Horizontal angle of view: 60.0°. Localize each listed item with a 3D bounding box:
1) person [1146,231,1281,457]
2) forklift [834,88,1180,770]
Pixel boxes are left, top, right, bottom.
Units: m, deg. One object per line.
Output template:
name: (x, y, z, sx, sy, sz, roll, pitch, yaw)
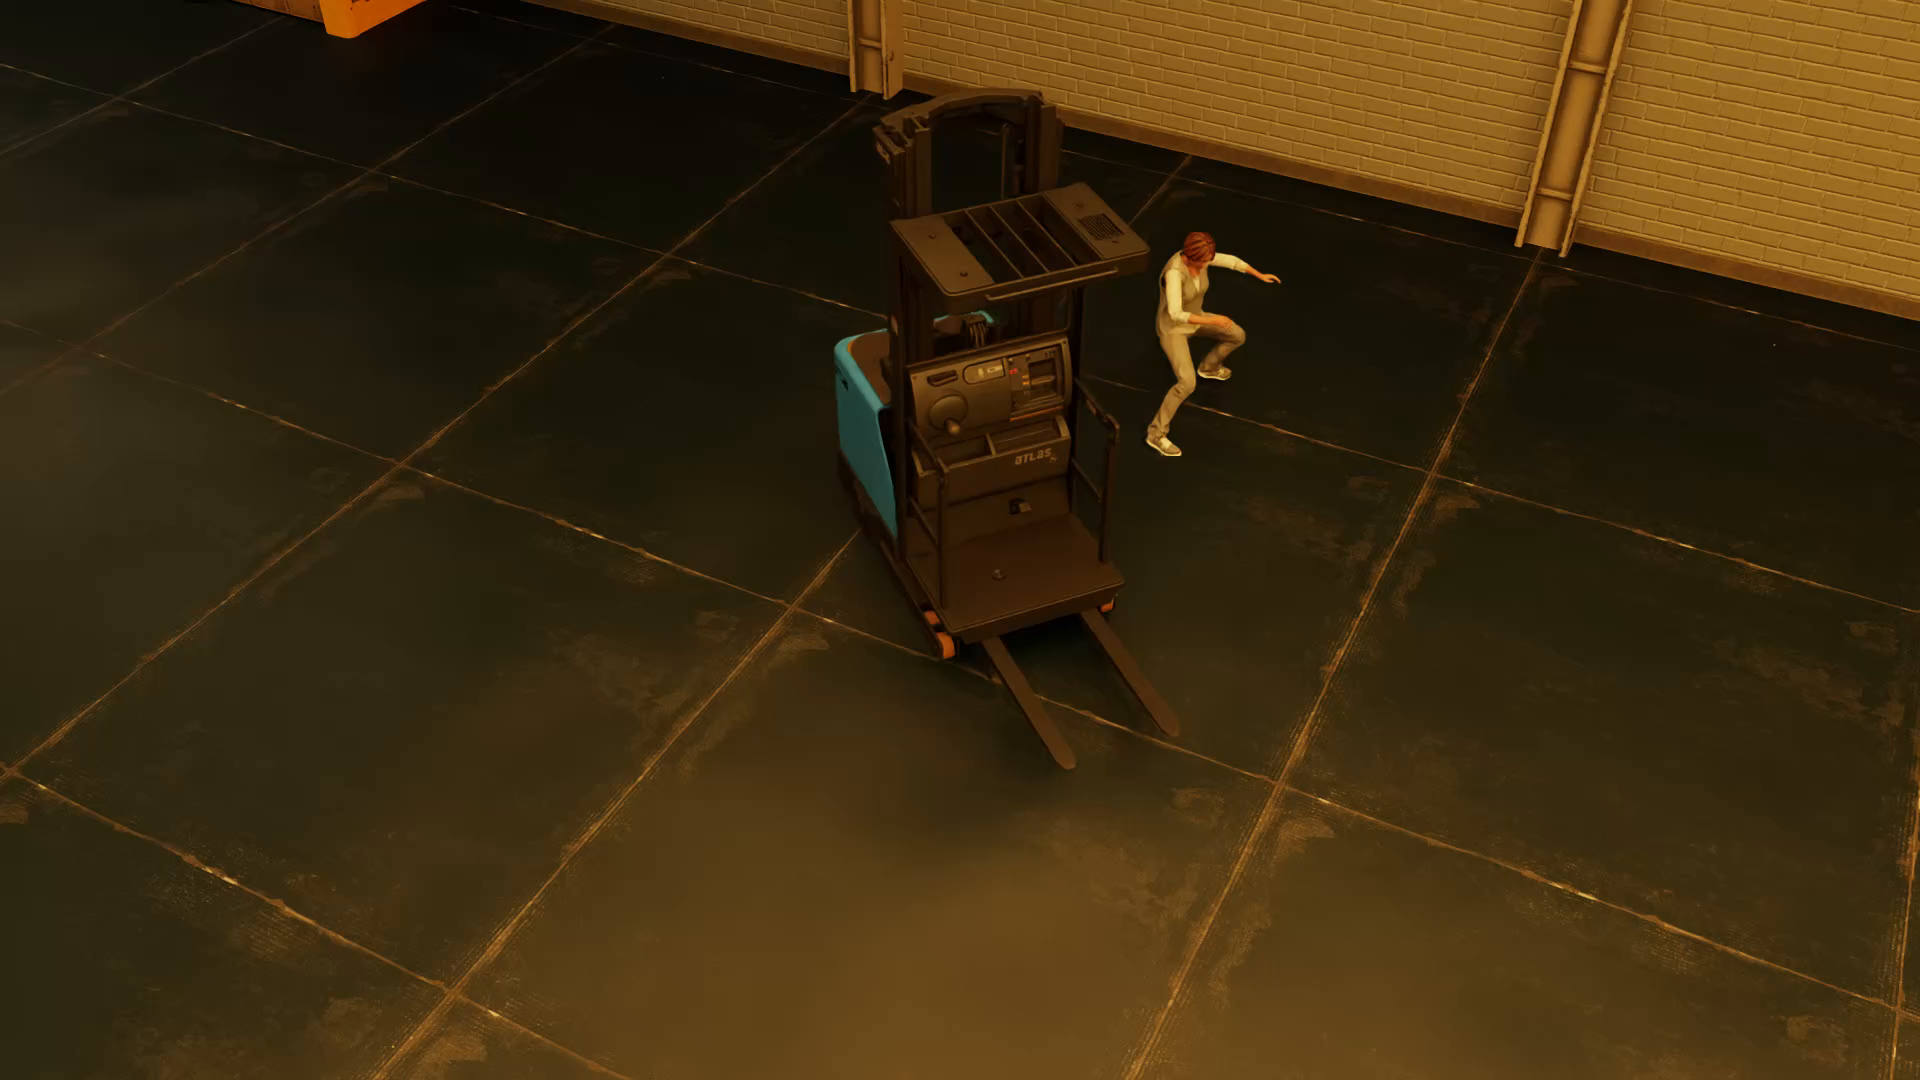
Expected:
person: (1.586, -1.375, 10.847, 1.010, 1.368, 0.630, -33, 50, -33)
forklift: (0.260, -0.755, 8.883, 1.130, 2.935, 3.031, -15, 42, -17)
